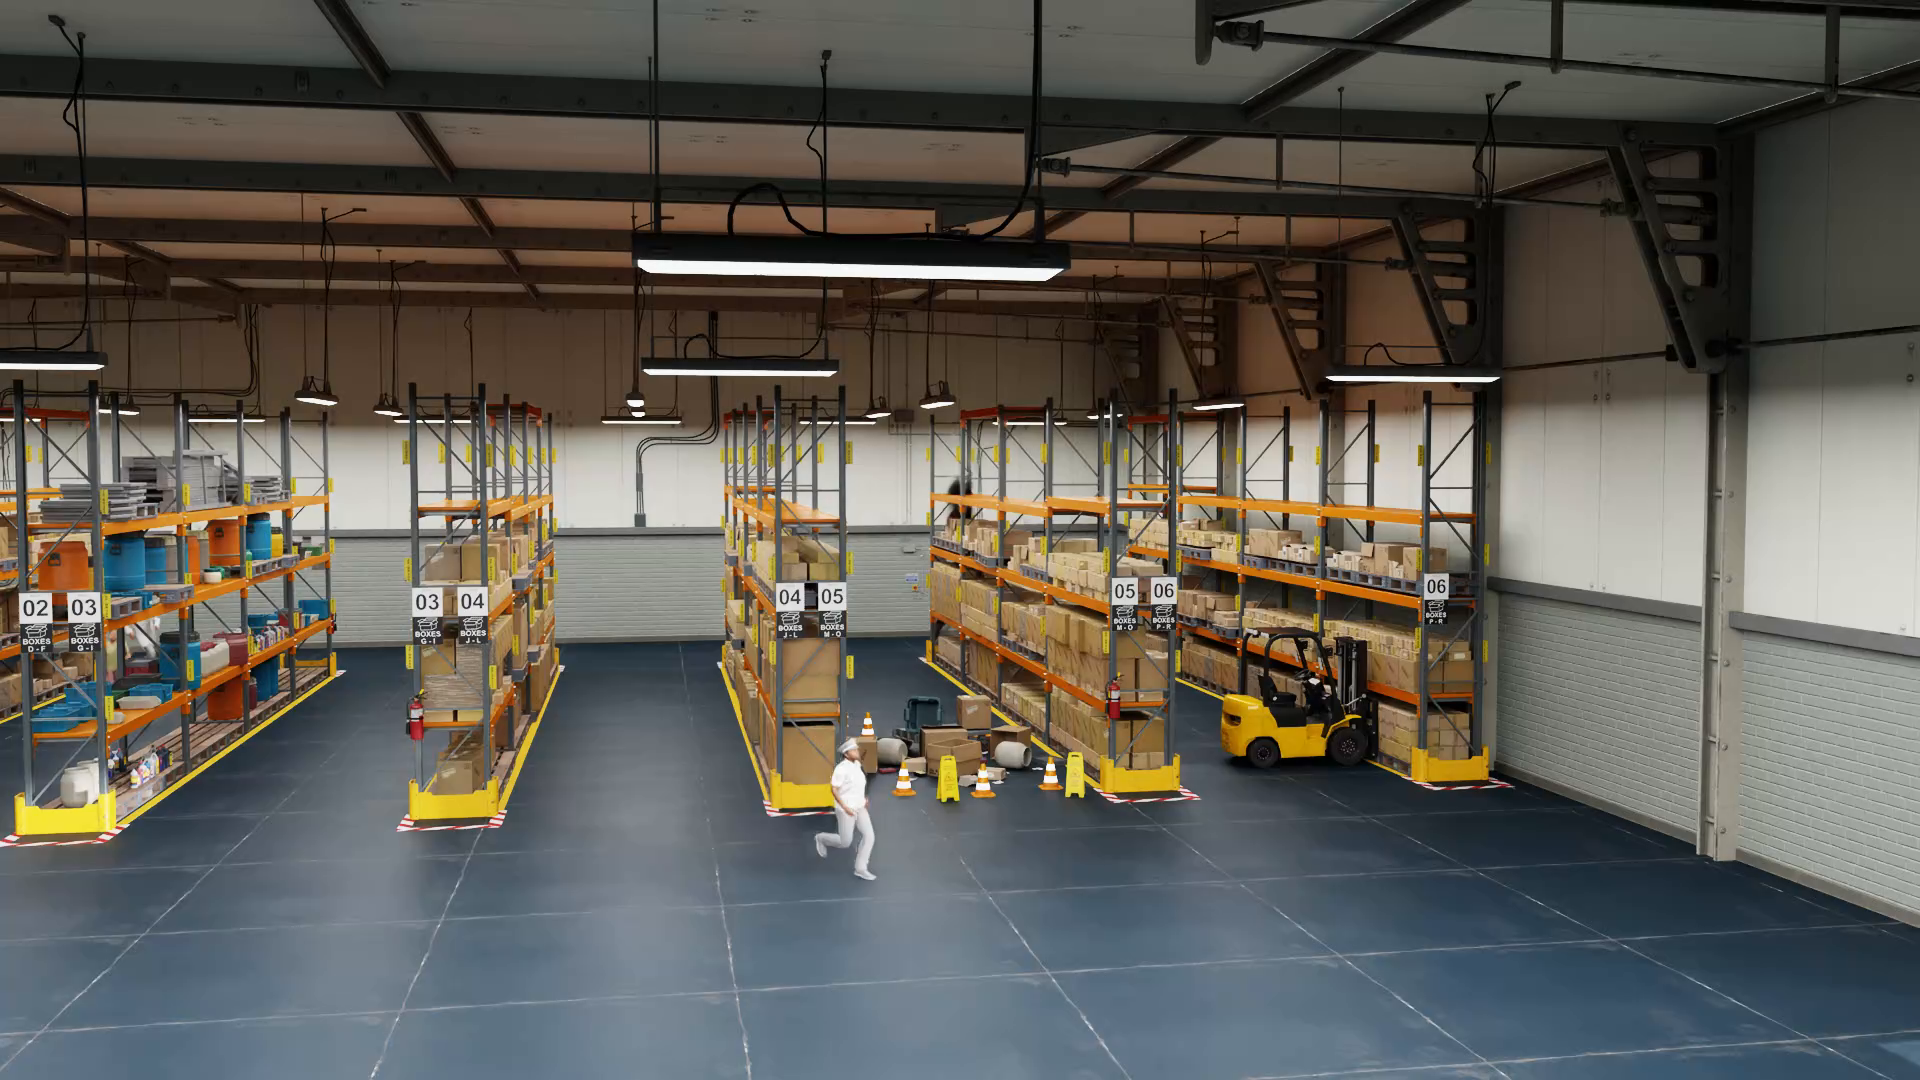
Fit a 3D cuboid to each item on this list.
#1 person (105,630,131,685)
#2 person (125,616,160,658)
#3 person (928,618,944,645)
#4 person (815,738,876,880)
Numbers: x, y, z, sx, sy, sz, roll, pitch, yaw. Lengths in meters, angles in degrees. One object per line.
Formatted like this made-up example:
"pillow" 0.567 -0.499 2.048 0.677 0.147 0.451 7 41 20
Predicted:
"person" -16.528 2.540 32.500 0.583 1.623 0.697 -1 3 -18
"person" -18.422 2.208 37.627 1.004 1.774 0.764 2 3 31
"person" -0.511 2.063 41.578 0.660 1.673 0.718 0 3 -4
"person" -1.311 3.187 19.812 0.740 1.670 0.572 2 4 36
